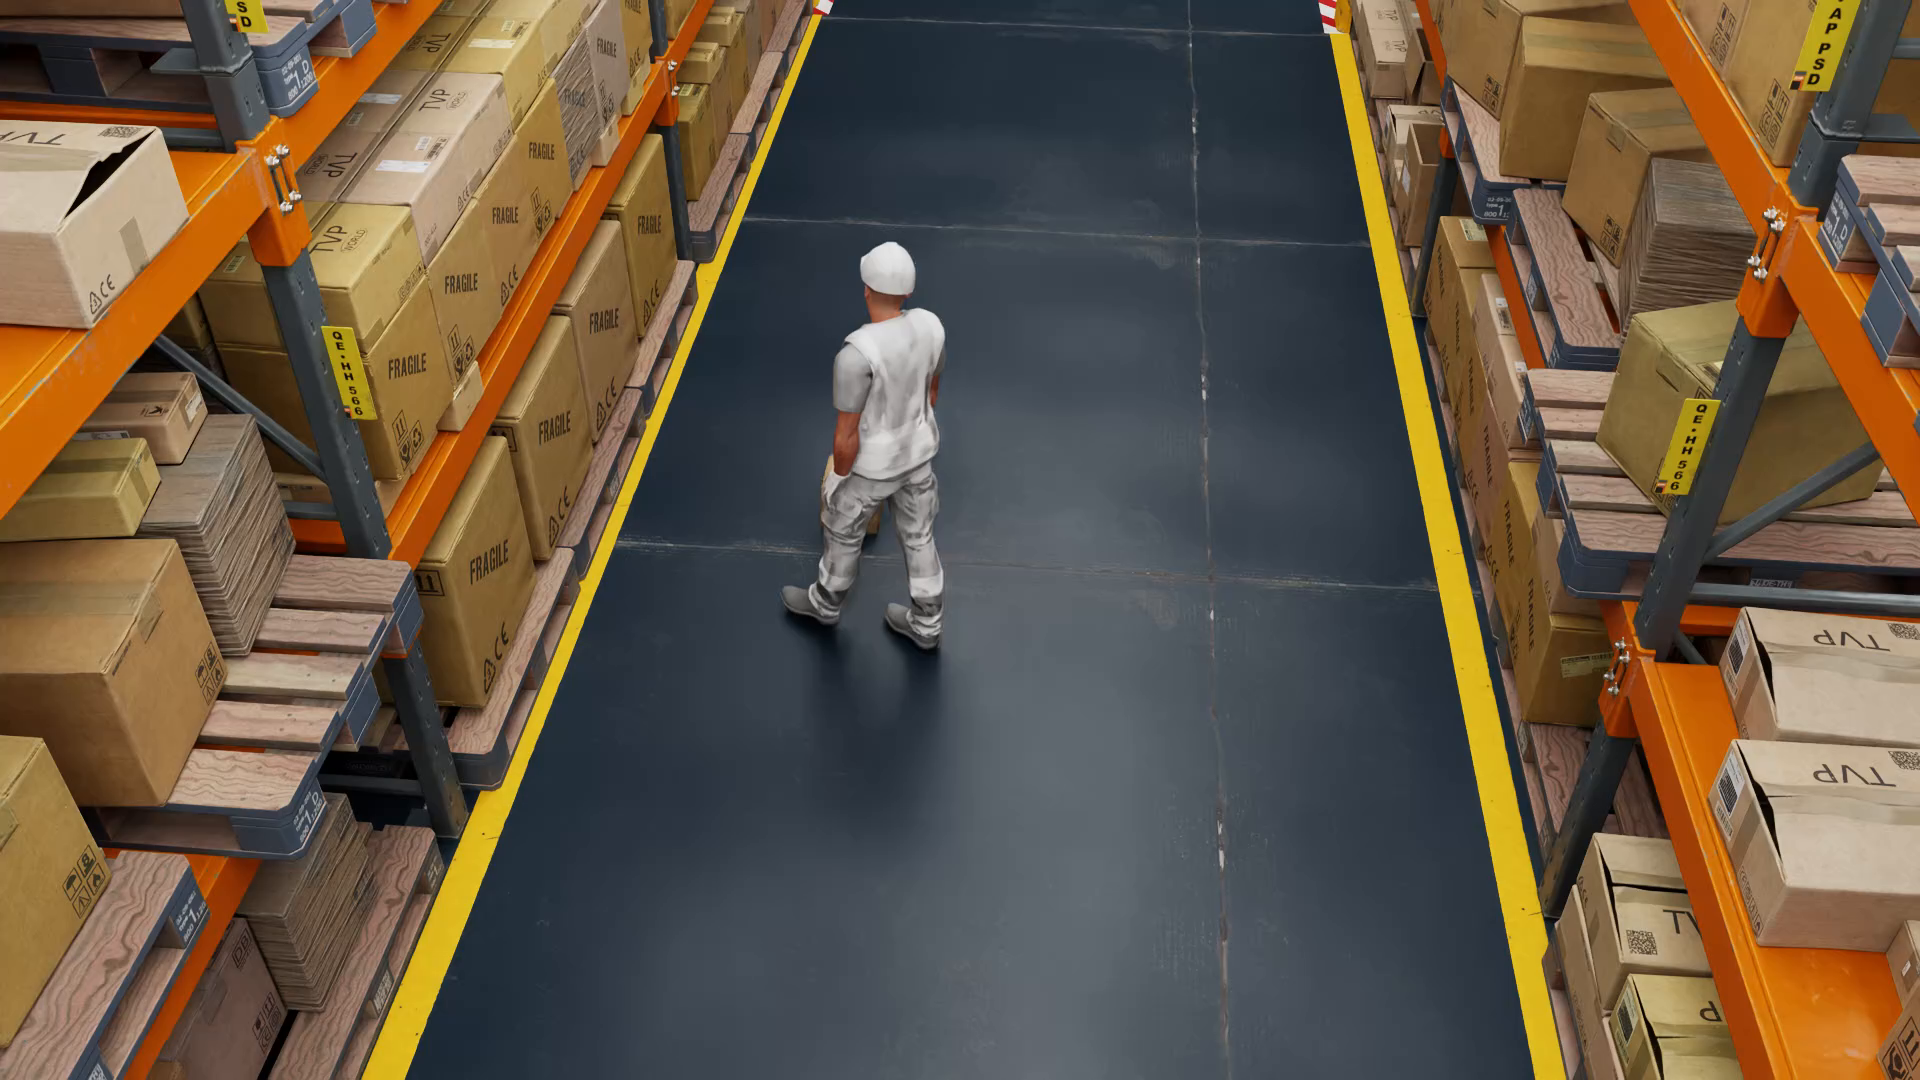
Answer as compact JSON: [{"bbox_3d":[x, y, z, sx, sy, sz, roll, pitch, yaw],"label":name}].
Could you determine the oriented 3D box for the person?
[{"bbox_3d":[-0.356,-0.367,6.556,0.599,1.773,0.677,-29,48,-30],"label":"person"}]
